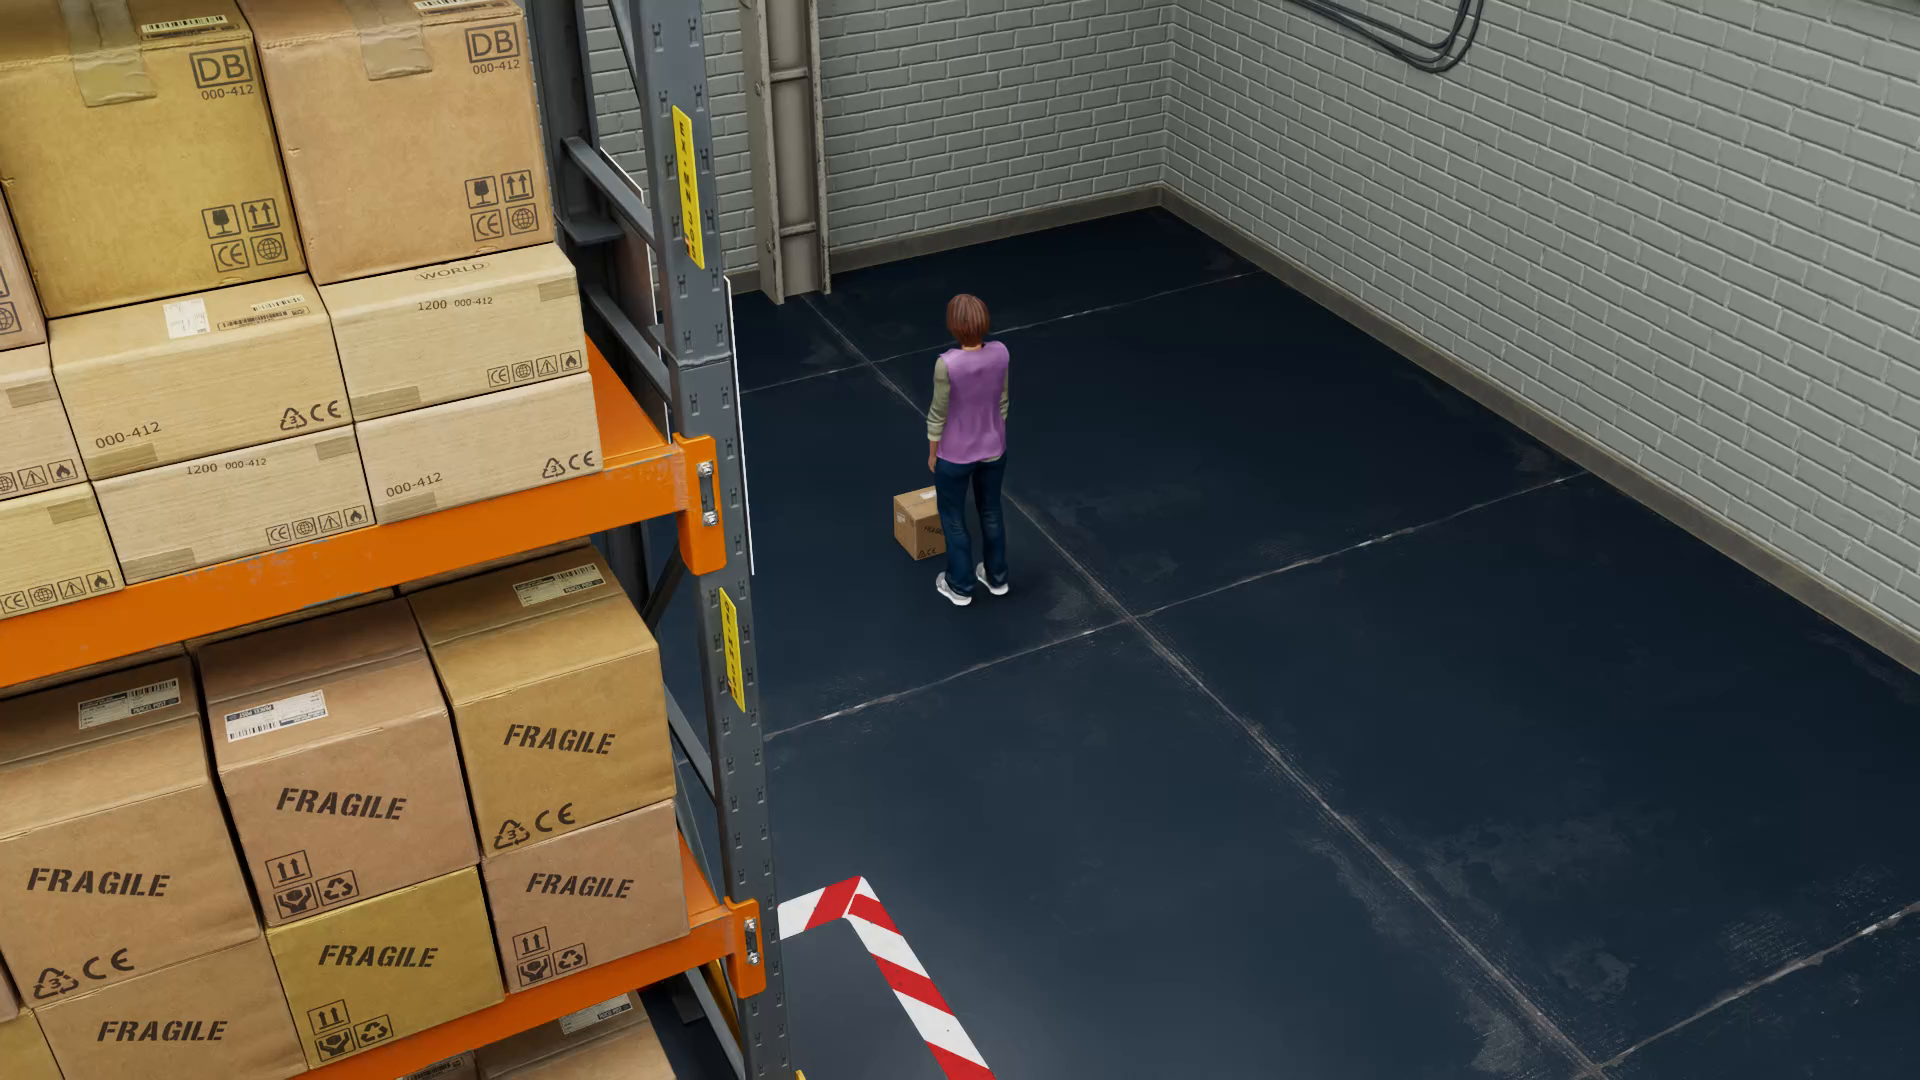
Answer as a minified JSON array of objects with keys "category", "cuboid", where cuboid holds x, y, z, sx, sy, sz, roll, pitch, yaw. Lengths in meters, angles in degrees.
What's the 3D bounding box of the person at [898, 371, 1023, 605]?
[{"category":"person","cuboid":[-0.010,-0.214,7.985,0.457,1.035,0.761,-16,37,-23]}]
